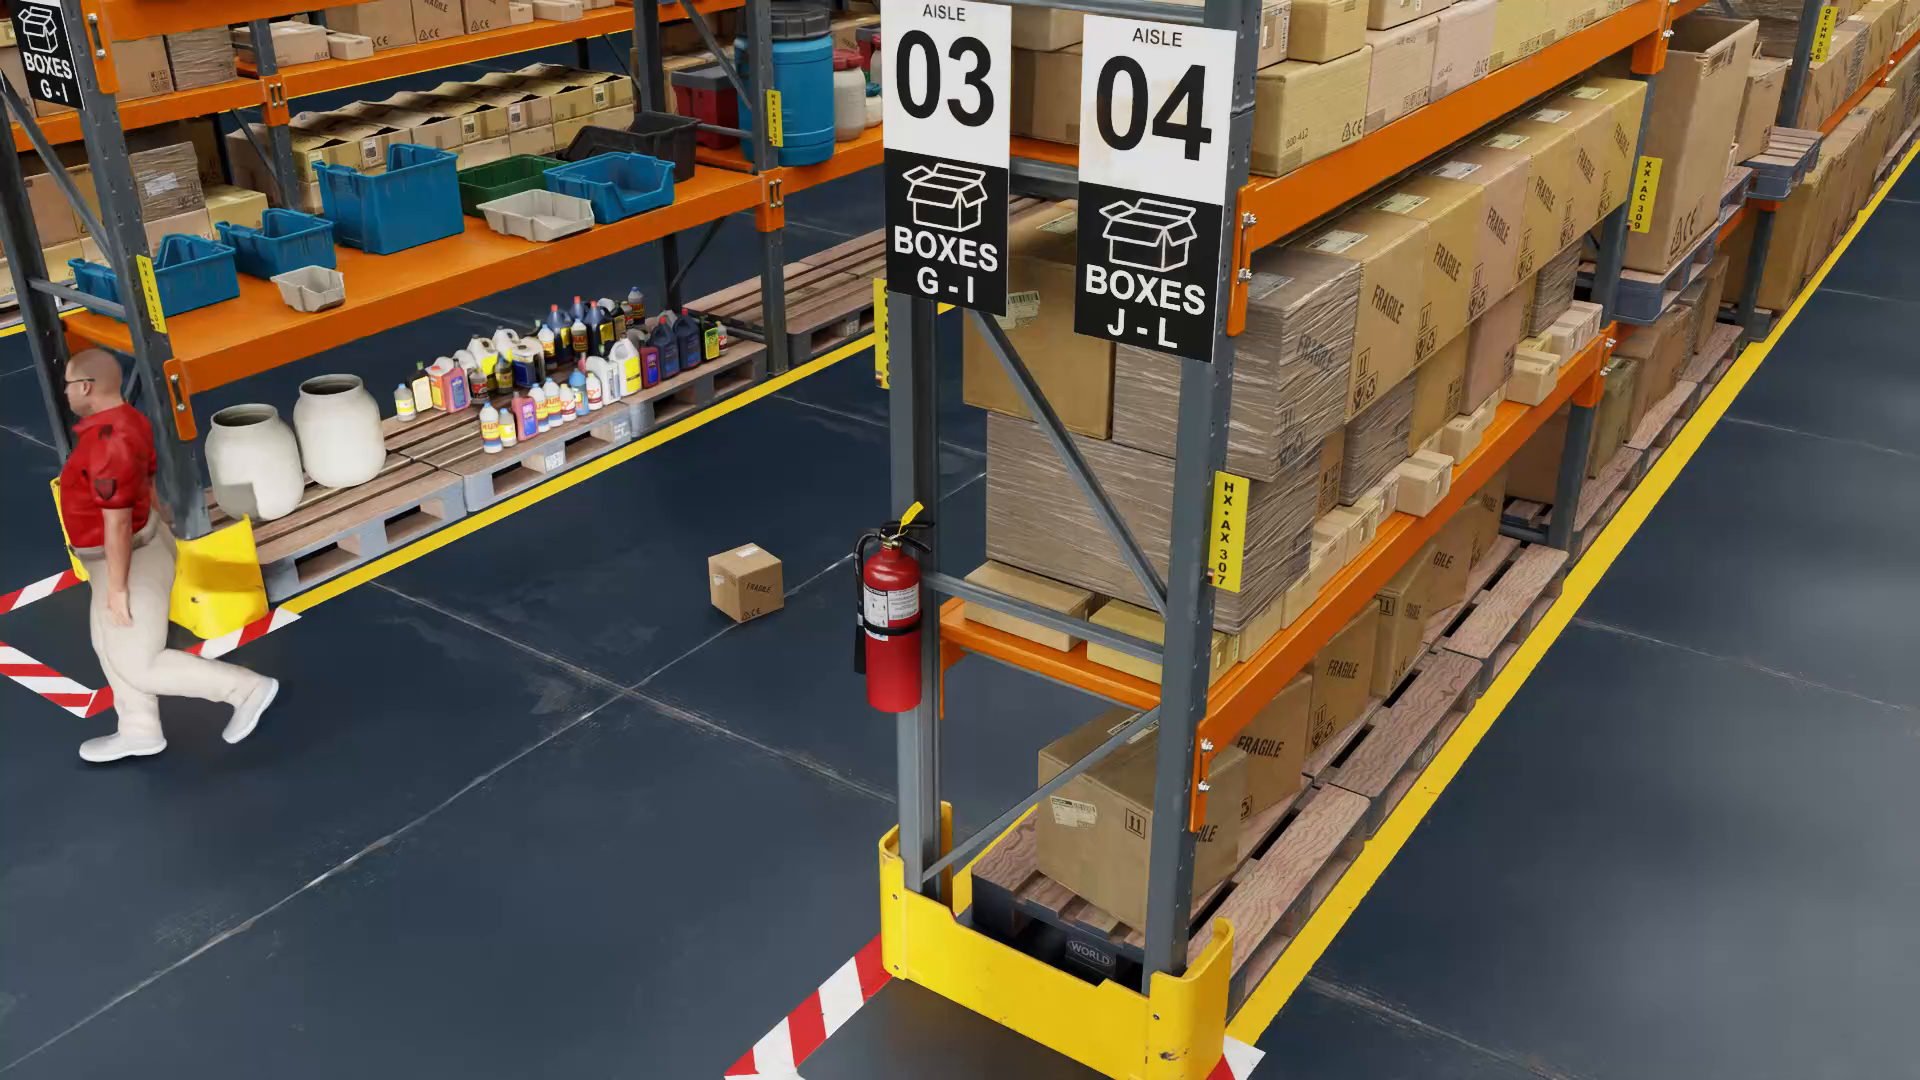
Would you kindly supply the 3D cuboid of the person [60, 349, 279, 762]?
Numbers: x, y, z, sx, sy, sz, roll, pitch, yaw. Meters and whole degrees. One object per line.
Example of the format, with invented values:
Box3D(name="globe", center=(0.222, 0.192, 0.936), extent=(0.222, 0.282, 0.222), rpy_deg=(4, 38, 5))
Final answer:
Box3D(name="person", center=(-3.176, 0.086, 6.458), extent=(0.809, 1.694, 0.551), rpy_deg=(-9, 28, -17))
